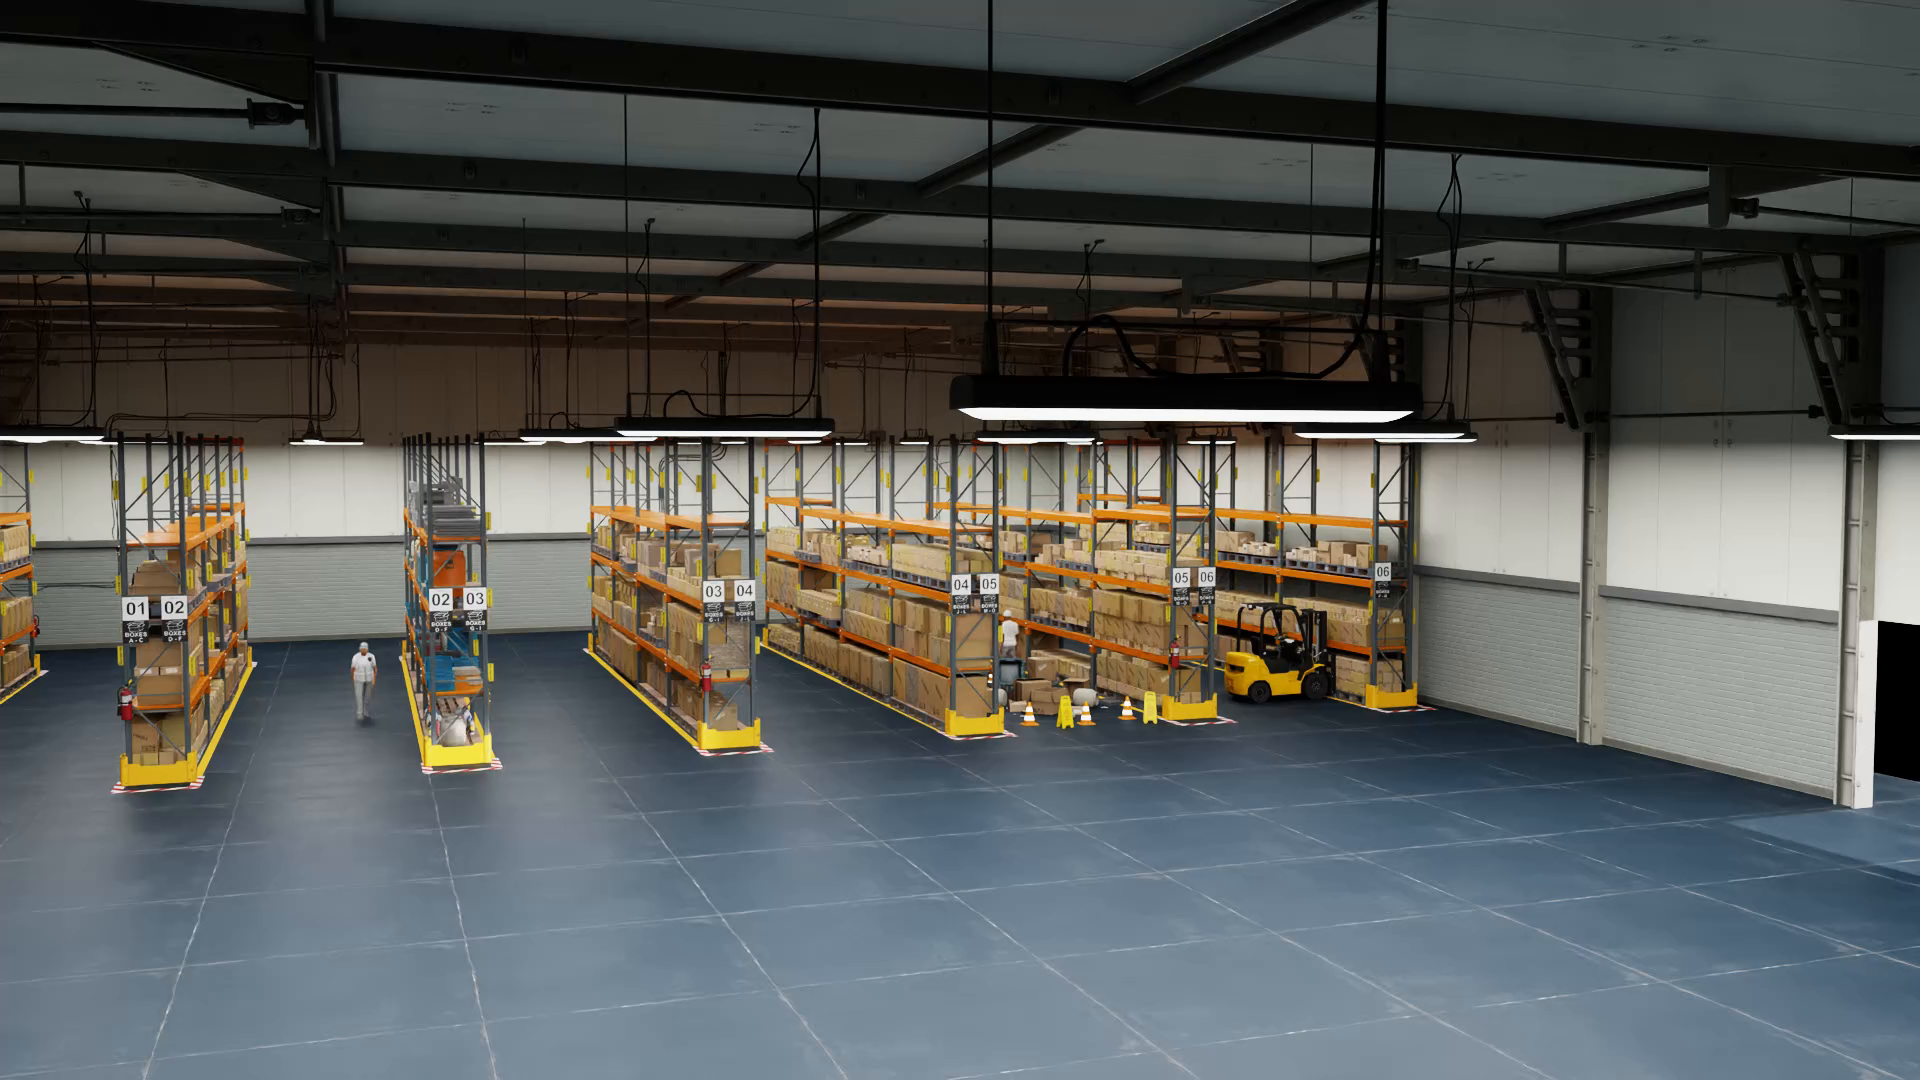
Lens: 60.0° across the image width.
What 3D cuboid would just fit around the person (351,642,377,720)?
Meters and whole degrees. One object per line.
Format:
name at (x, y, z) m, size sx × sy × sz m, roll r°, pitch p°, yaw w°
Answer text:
person at (-12.534, 2.955, 34.996) m, size 0.507 × 1.605 × 1.005 m, roll -2°, pitch 4°, yaw -32°

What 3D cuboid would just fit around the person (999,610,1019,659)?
person at (1.195, 2.615, 40.584) m, size 0.613 × 1.805 × 0.604 m, roll -2°, pitch 4°, yaw -32°
